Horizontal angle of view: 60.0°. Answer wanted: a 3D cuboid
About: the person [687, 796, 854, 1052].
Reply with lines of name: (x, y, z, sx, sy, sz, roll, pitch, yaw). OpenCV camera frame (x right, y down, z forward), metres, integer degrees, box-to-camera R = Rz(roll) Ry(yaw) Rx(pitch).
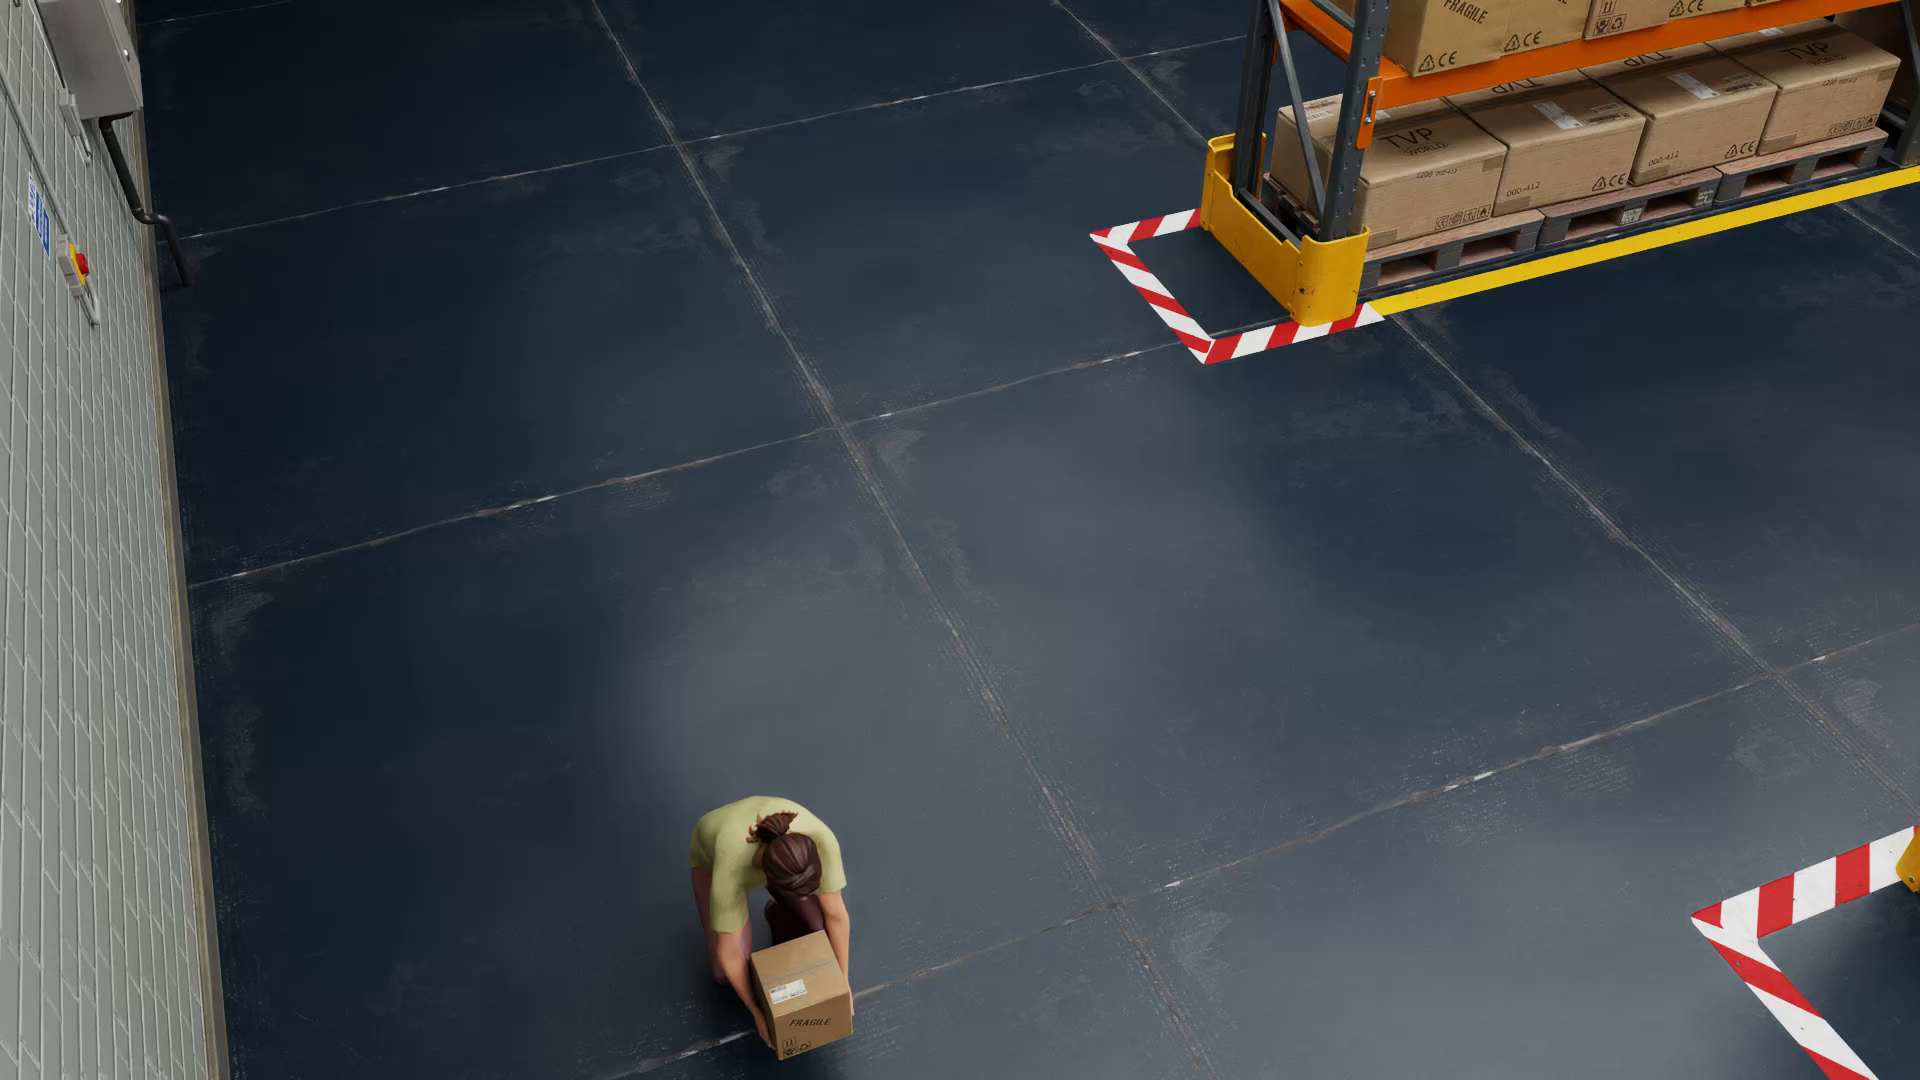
person: (-0.629, 1.150, 5.443, 0.478, 0.931, 0.803, -15, 44, -17)
